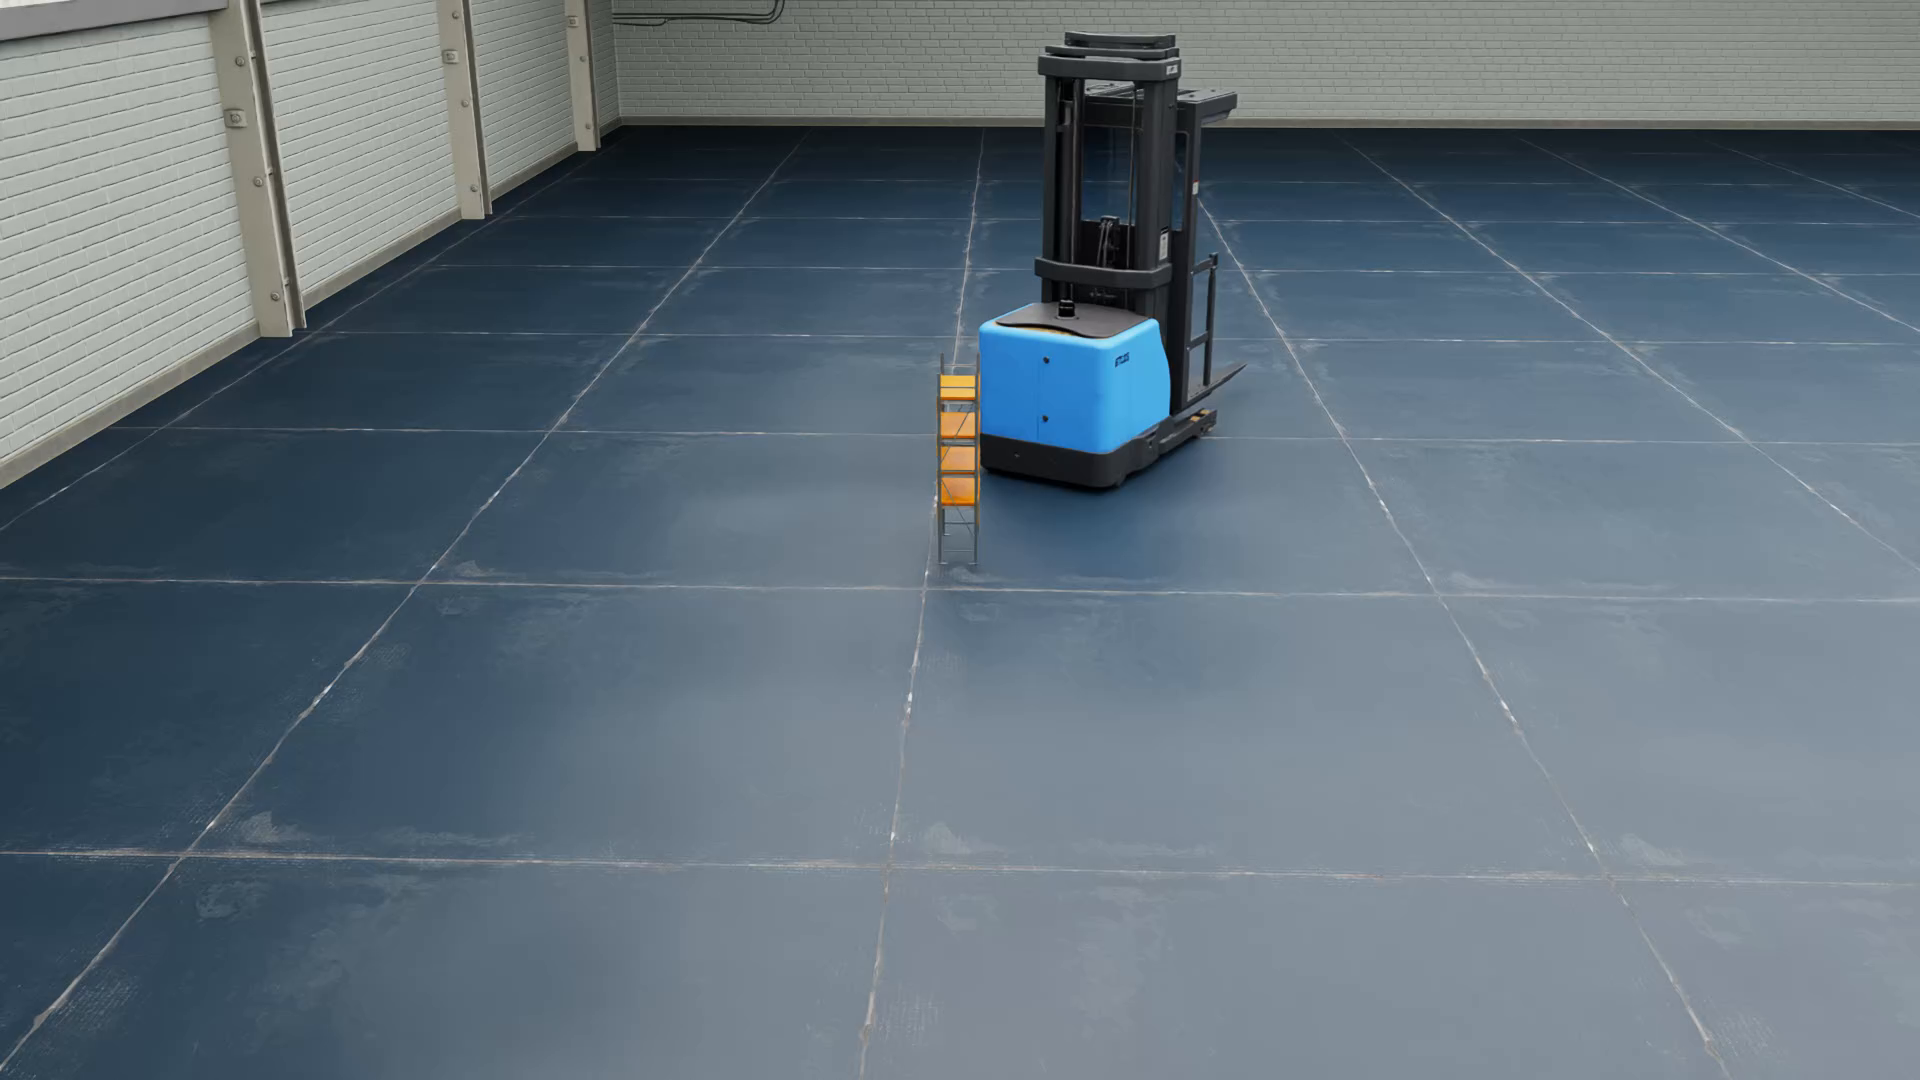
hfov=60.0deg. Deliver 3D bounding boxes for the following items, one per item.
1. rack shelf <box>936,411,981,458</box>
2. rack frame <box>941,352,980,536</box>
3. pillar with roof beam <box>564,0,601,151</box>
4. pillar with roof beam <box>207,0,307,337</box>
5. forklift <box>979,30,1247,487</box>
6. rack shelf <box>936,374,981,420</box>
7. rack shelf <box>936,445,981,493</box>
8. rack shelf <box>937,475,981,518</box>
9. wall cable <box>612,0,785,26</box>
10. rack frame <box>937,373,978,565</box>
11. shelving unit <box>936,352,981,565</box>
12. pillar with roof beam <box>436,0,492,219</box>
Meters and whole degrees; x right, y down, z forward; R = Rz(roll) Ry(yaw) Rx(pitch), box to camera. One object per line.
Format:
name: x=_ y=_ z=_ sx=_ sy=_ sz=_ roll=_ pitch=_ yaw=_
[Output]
rack shelf: x=-0.005 y=-0.645 z=10.101 sx=0.258 sy=0.148 sz=0.480 roll=1 pitch=21 yaw=2
rack frame: x=0.002 y=-0.588 z=10.385 sx=0.240 sy=1.200 sz=0.015 roll=1 pitch=21 yaw=2
pillar with roof beam: x=-1.670 y=-10.435 z=24.983 sx=9.100 sy=9.000 sz=0.400 roll=1 pitch=21 yaw=2
pillar with roof beam: x=-2.035 y=-6.096 z=13.801 sx=9.100 sy=9.000 sz=0.400 roll=1 pitch=21 yaw=2
forklift: x=1.300 y=-2.208 z=12.167 sx=1.130 sy=2.935 sz=3.031 roll=12 pitch=24 yaw=28
rack shelf: x=-0.005 y=-0.866 z=10.015 sx=0.258 sy=0.148 sz=0.480 roll=1 pitch=21 yaw=2
rack shelf: x=-0.005 y=-0.437 z=10.182 sx=0.258 sy=0.148 sz=0.480 roll=1 pitch=21 yaw=2
rack shelf: x=-0.005 y=-0.252 z=10.254 sx=0.258 sy=0.148 sz=0.480 roll=1 pitch=21 yaw=2
wall cable: x=-4.562 y=-10.085 z=28.374 sx=3.097 sy=2.526 sz=0.112 roll=1 pitch=21 yaw=2
rack frame: x=-0.012 y=-0.411 z=9.930 sx=0.240 sy=1.200 sz=0.015 roll=1 pitch=21 yaw=2
shelving unit: x=-0.005 y=-0.500 z=10.158 sx=0.258 sy=1.200 sz=0.503 roll=1 pitch=21 yaw=2
pillar with roof beam: x=-1.852 y=-8.266 z=19.392 sx=9.100 sy=9.000 sz=0.400 roll=1 pitch=21 yaw=2
